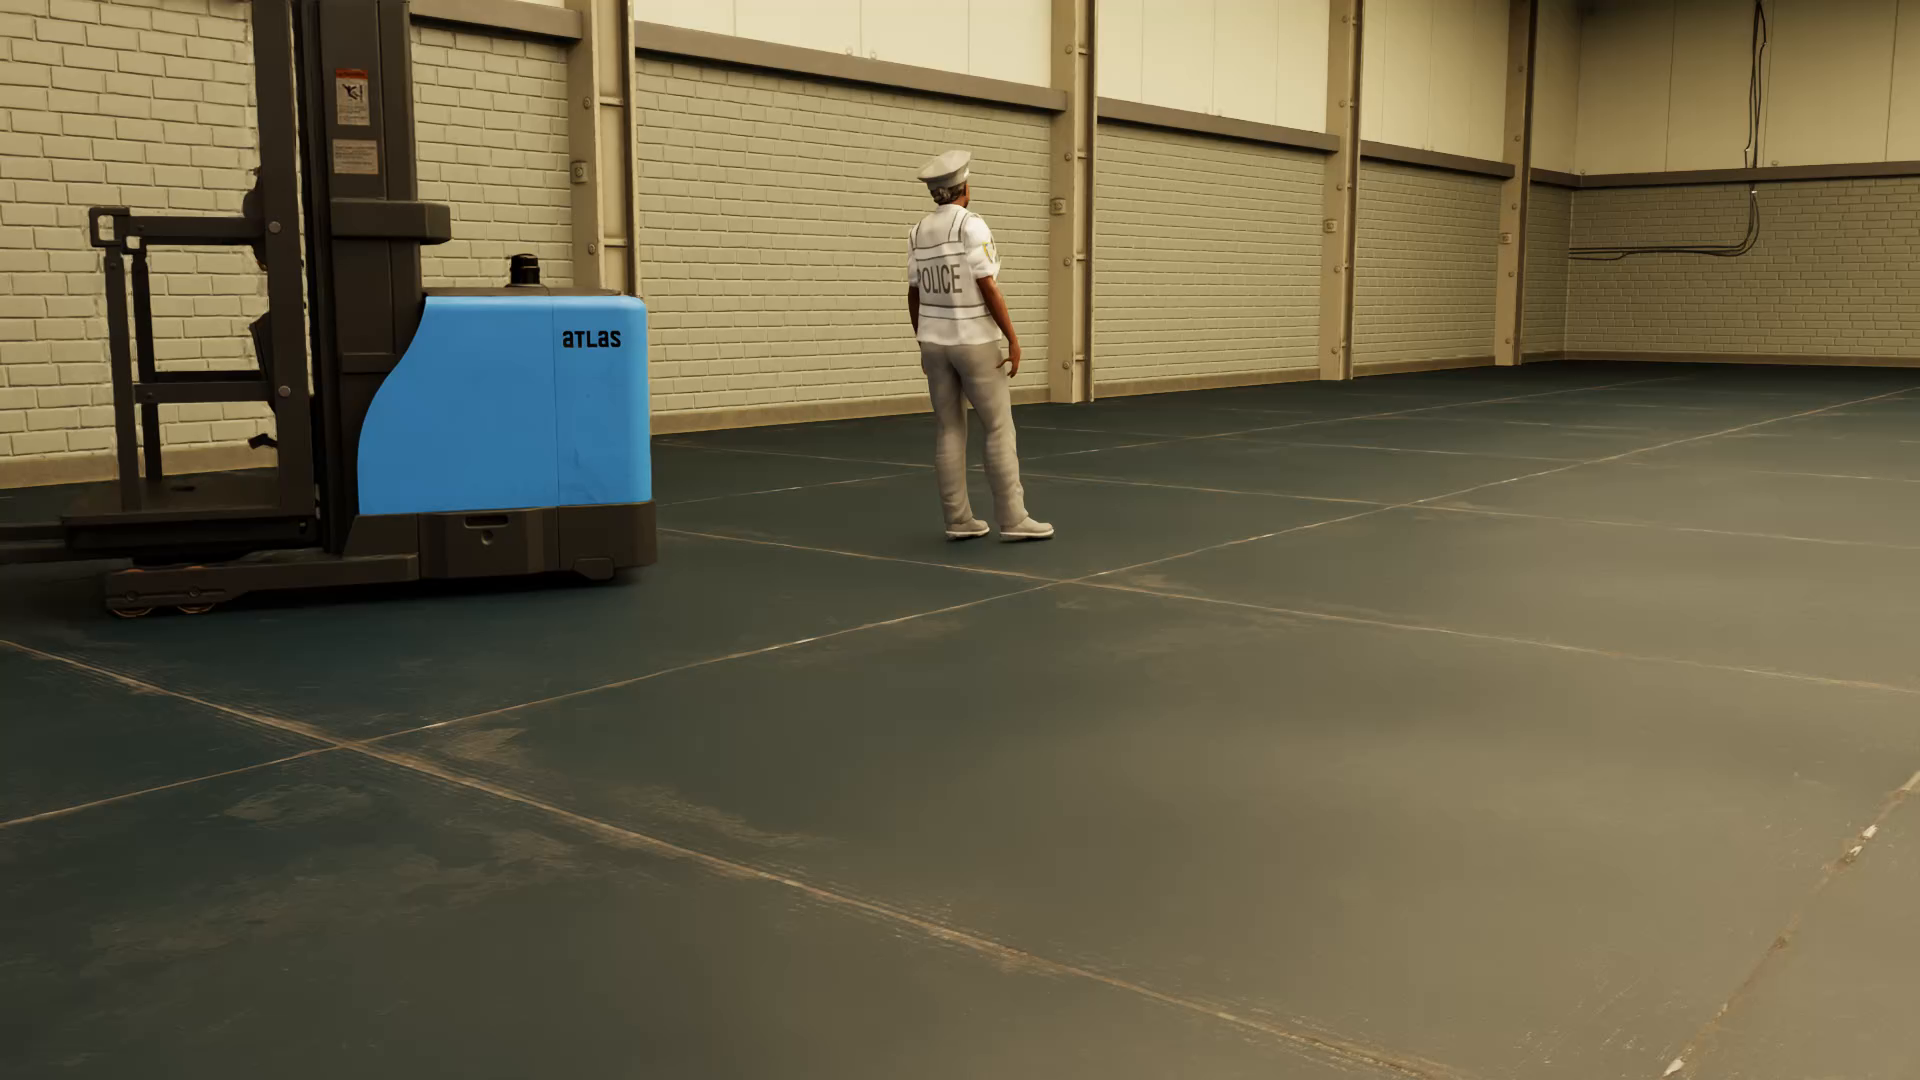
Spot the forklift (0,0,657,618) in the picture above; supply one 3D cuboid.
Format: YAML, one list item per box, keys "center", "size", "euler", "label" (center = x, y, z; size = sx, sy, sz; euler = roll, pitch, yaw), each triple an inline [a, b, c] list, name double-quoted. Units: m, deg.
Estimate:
- center: [-2.723, -1.274, 5.988]
  size: [3.031, 2.935, 1.130]
  euler: [-3, 9, -21]
  label: "forklift"

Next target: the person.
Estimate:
- center: [0.063, -0.852, 7.327]
  size: [0.569, 1.695, 0.528]
  euler: [7, 11, 38]
  label: "person"
